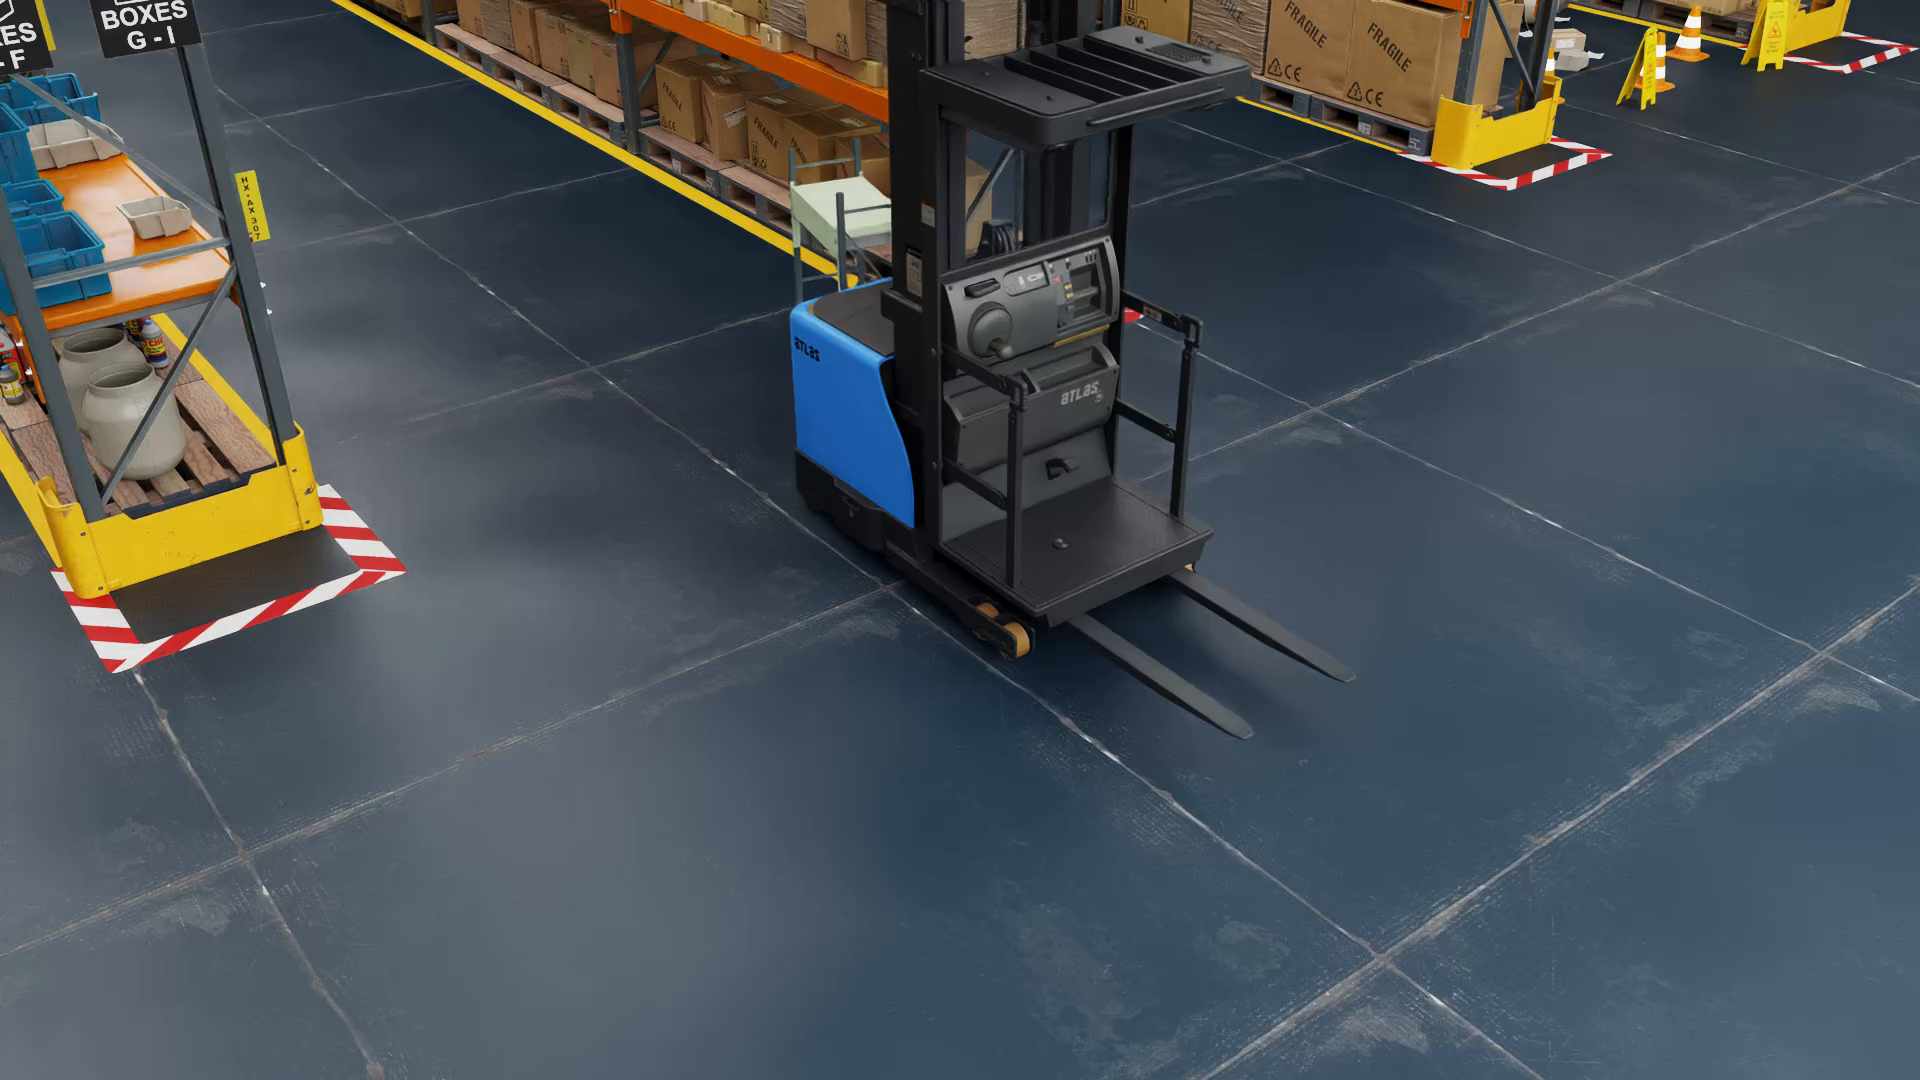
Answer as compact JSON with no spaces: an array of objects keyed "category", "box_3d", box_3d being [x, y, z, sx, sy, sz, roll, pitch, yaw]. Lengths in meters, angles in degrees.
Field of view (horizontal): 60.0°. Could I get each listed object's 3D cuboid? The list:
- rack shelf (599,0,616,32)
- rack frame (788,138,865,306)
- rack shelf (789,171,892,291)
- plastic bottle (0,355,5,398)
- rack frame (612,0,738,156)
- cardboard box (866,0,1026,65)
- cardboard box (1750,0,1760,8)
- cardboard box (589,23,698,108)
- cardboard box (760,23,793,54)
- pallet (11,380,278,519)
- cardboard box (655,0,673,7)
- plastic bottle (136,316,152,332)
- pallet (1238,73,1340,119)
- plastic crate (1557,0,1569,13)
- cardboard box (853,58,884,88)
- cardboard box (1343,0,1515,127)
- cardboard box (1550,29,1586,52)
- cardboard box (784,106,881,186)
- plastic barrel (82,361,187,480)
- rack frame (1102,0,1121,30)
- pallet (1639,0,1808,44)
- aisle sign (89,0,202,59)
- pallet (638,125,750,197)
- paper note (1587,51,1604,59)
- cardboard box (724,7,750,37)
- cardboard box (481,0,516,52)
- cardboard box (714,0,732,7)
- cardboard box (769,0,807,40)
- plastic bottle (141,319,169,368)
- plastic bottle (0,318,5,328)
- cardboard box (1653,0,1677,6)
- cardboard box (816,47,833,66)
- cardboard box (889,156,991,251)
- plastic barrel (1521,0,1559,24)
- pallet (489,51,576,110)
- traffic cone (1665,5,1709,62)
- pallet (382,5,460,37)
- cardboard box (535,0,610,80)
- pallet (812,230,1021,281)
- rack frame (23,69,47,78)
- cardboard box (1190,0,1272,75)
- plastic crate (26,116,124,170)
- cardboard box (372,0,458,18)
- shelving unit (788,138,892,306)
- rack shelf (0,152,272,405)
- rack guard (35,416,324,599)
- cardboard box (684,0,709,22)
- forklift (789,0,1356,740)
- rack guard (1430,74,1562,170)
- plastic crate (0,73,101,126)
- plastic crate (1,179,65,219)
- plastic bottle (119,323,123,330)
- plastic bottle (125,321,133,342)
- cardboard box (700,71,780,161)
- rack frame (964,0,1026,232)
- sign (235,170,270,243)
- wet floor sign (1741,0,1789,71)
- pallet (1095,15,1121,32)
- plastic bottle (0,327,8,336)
[{"category":"rack shelf","box_3d":[-3.440,-5.024,14.179,1.077,0.370,4.000,-22,38,-31]},{"category":"rack frame","box_3d":[-0.717,-1.457,9.174,0.400,1.500,0.023,-13,34,-20]},{"category":"rack shelf","box_3d":[-0.569,-1.611,8.683,0.431,0.370,0.720,-13,34,-20]},{"category":"plastic bottle","box_3d":[-5.232,-0.926,9.056,0.061,0.283,0.133,-21,38,-30]},{"category":"rack frame","box_3d":[-2.214,-4.496,12.647,1.000,3.000,0.127,-22,38,-31]},{"category":"cardboard box","box_3d":[-0.077,-3.236,10.241,0.875,0.500,0.500,-22,38,-31]},{"category":"cardboard box","box_3d":[7.791,-5.472,16.425,0.500,0.250,0.500,-23,38,-32]},{"category":"cardboard box","box_3d":[-2.573,-3.884,13.613,0.700,0.500,0.500,-26,40,-35]},{"category":"cardboard box","box_3d":[-1.102,-3.366,11.064,0.380,0.149,0.250,-22,38,-31]},{"category":"pallet","box_3d":[-4.251,-0.399,8.693,1.003,0.211,1.213,-22,38,-31]},{"category":"cardboard box","box_3d":[-2.001,-3.999,12.084,0.380,0.149,0.250,-22,38,-31]},{"category":"plastic bottle","box_3d":[-4.663,-1.217,9.523,0.061,0.283,0.133,-22,38,-31]},{"category":"pallet","box_3d":[2.923,-4.023,14.528,1.003,0.211,1.213,-22,38,-31]},{"category":"plastic crate","box_3d":[5.929,-5.543,17.099,0.583,0.080,0.402,18,36,27]},{"category":"cardboard box","box_3d":[-0.446,-2.967,10.422,0.380,0.149,0.250,-22,38,-31]},{"category":"cardboard box","box_3d":[3.751,-3.929,13.349,0.875,0.875,0.875,-22,38,-31]},{"category":"cardboard box","box_3d":[5.668,-4.717,15.704,0.380,0.149,0.250,-4,32,-7]},{"category":"cardboard box","box_3d":[-0.893,-2.717,11.752,0.500,0.500,0.500,-19,36,-27]},{"category":"plastic barrel","box_3d":[-4.137,-0.598,8.330,0.421,0.512,0.421,0,32,0]},{"category":"rack frame","box_3d":[1.766,-6.059,15.163,1.000,3.000,0.127,-22,38,-31]},{"category":"pallet","box_3d":[7.550,-5.233,16.475,1.003,0.211,1.213,-22,38,-31]},{"category":"aisle sign","box_3d":[-3.398,-2.396,6.801,0.394,0.787,0.004,-22,38,-31]},{"category":"pallet","box_3d":[-1.774,-3.043,12.950,1.003,0.211,1.213,-22,38,-31]},{"category":"paper note","box_3d":[5.915,-4.524,15.506,0.142,0.019,0.148,18,36,27]},{"category":"cardboard box","box_3d":[-1.389,-3.582,11.412,0.380,0.149,0.250,-22,38,-31]},{"category":"cardboard box","box_3d":[-3.890,-4.789,15.069,0.700,0.500,0.500,-26,40,-35]},{"category":"cardboard box","box_3d":[-1.322,-4.062,11.571,0.875,0.500,0.500,-22,38,-31]},{"category":"cardboard box","box_3d":[-0.750,-3.628,10.872,0.875,0.500,0.500,-22,38,-31]},{"category":"plastic bottle","box_3d":[-4.539,-1.111,9.365,0.097,0.271,0.097,0,32,0]},{"category":"plastic bottle","box_3d":[-5.481,-1.256,9.593,0.152,0.276,0.135,-22,38,-31]},{"category":"cardboard box","box_3d":[7.048,-5.514,16.494,0.500,0.250,0.500,-22,38,-31]},{"category":"cardboard box","box_3d":[-0.707,-3.193,10.787,0.380,0.149,0.250,-22,38,-31]},{"category":"cardboard box","box_3d":[-0.131,-2.212,10.939,0.500,0.500,0.500,-15,35,-23]},{"category":"plastic barrel","box_3d":[5.605,-5.312,16.402,0.512,0.421,0.421,1,32,2]},{"category":"pallet","box_3d":[-3.445,-4.145,14.723,1.003,0.211,1.213,-22,38,-31]},{"category":"traffic cone","box_3d":[6.784,-4.720,15.411,0.336,0.463,0.334,-22,38,-31]},{"category":"pallet","box_3d":[-5.091,-5.332,16.635,1.003,0.211,1.213,-22,38,-31]},{"category":"cardboard box","box_3d":[-3.194,-4.322,14.318,0.700,0.500,0.500,-26,40,-35]},{"category":"pallet","box_3d":[-0.278,-2.027,11.313,1.003,0.211,1.213,-22,38,-31]},{"category":"rack frame","box_3d":[-6.126,-2.894,10.067,1.000,3.000,0.127,-22,38,-31]},{"category":"cardboard box","box_3d":[2.652,-4.676,14.551,0.875,0.875,0.875,-22,38,-31]},{"category":"plastic crate","box_3d":[-4.930,-2.187,9.178,0.530,0.136,0.437,-22,38,-31]},{"category":"cardboard box","box_3d":[-5.073,-5.734,16.254,1.225,0.875,0.875,-24,39,-33]},{"category":"shelving unit","box_3d":[-0.569,-1.280,8.889,0.431,1.500,0.755,-13,34,-20]},{"category":"rack shelf","box_3d":[-4.900,-1.755,8.914,1.077,0.370,4.000,-22,38,-31]},{"category":"rack guard","box_3d":[-3.757,-0.182,8.068,1.175,0.500,0.348,-22,38,-31]},{"category":"cardboard box","box_3d":[-1.720,-3.781,11.732,0.380,0.149,0.250,-22,38,-31]},{"category":"forklift","box_3d":[0.456,-1.009,7.097,1.130,2.935,3.031,-22,38,-31]},{"category":"rack guard","box_3d":[4.234,-3.320,13.122,1.175,0.500,0.348,-22,38,-31]},{"category":"plastic crate","box_3d":[-5.233,-2.457,9.505,0.499,0.251,0.616,-22,38,-31]},{"category":"plastic crate","box_3d":[-4.610,-1.548,8.040,0.499,0.251,0.408,-22,38,-31]},{"category":"plastic bottle","box_3d":[-4.935,-1.380,9.798,0.097,0.271,0.097,0,32,0]},{"category":"plastic bottle","box_3d":[-4.811,-1.296,9.662,0.097,0.271,0.097,0,32,0]},{"category":"cardboard box","box_3d":[-1.643,-3.197,12.526,0.500,0.500,0.500,-11,33,-16]},{"category":"rack frame","box_3d":[0.239,-2.829,9.963,1.000,3.000,0.127,-22,38,-31]},{"category":"sign","box_3d":[-3.236,-1.521,7.593,0.100,0.325,0.005,-22,38,-31]},{"category":"wet floor sign","box_3d":[7.338,-4.610,15.061,0.267,0.644,0.232,-10,33,-15]},{"category":"pallet","box_3d":[1.233,-5.172,16.377,1.003,0.211,1.213,-22,38,-31]},{"category":"plastic bottle","box_3d":[-5.364,-1.052,9.266,0.152,0.276,0.135,-23,39,-33]}]
